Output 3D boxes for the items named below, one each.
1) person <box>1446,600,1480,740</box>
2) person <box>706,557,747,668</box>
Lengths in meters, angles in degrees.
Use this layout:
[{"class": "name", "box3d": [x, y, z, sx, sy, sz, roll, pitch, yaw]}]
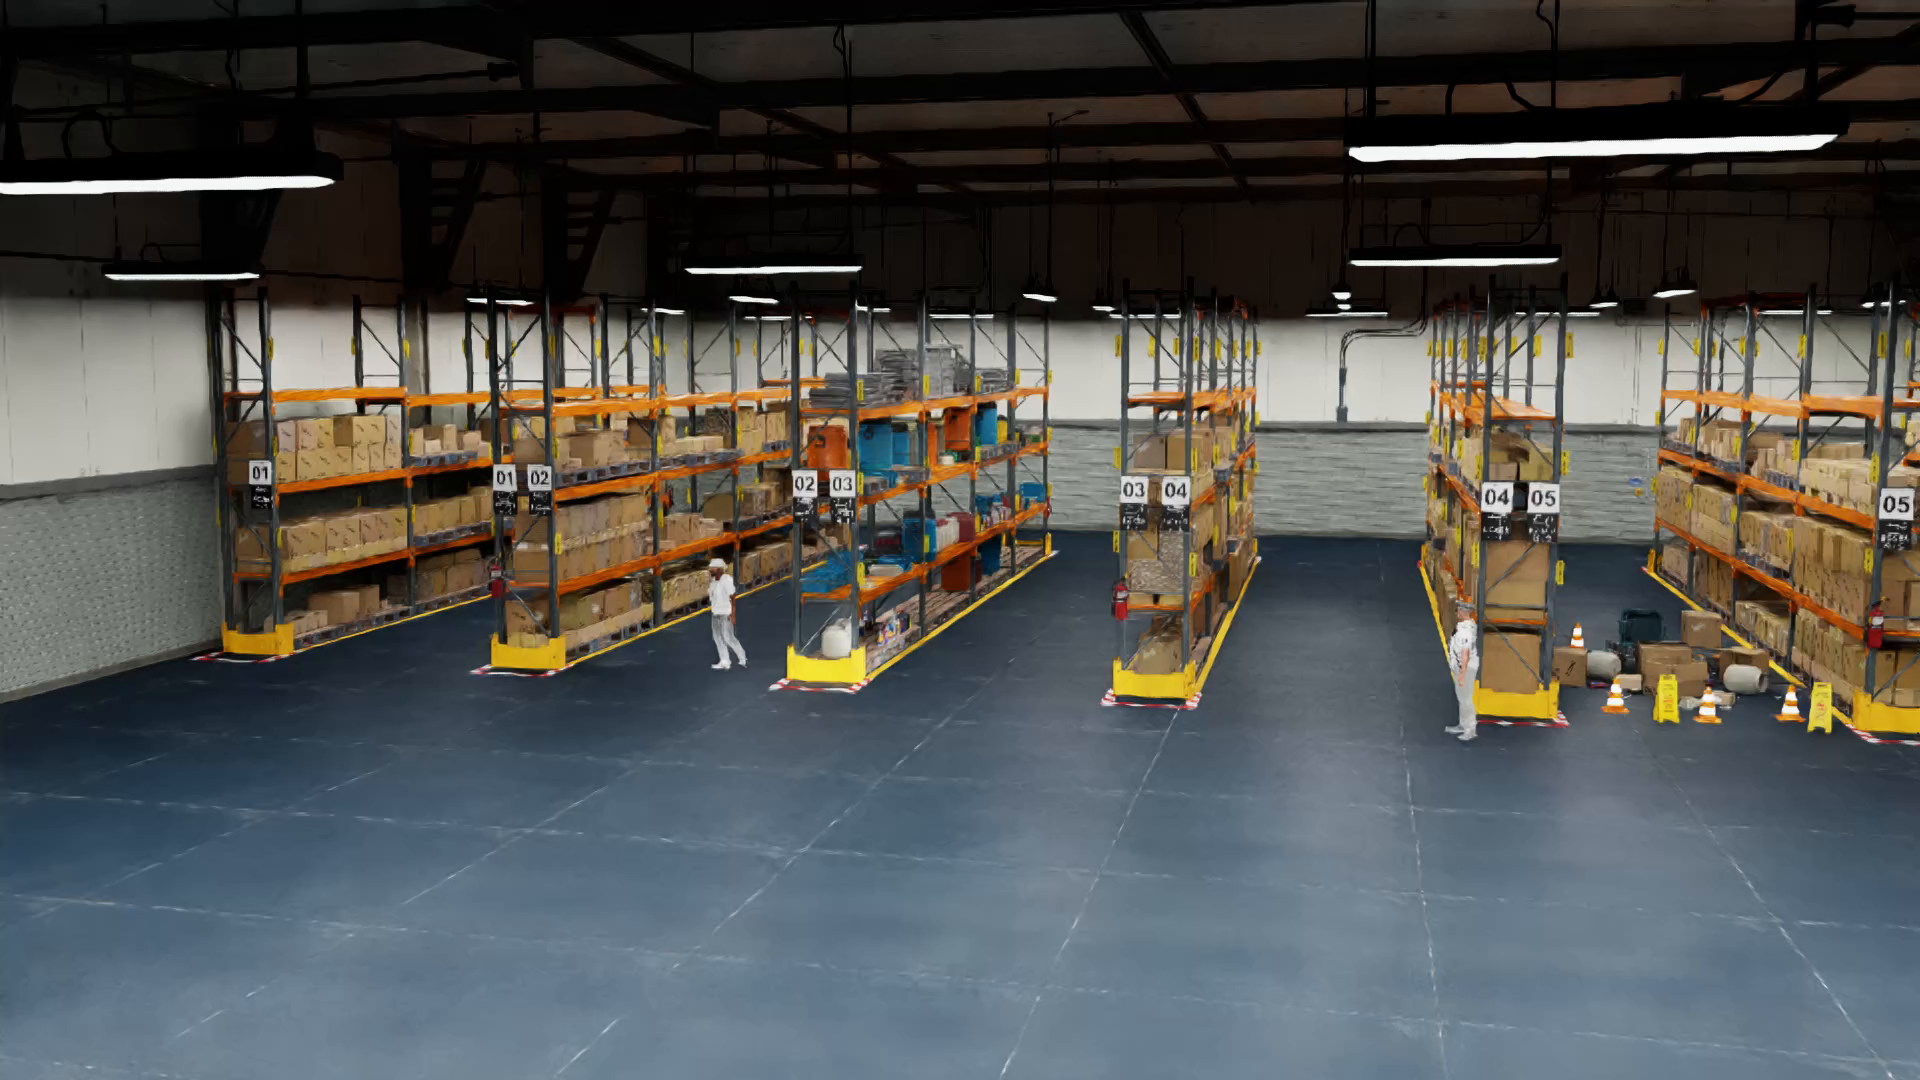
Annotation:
[{"class": "person", "box3d": [6.495, 1.663, 21.468, 0.404, 1.749, 0.653, 2, 7, 20]}, {"class": "person", "box3d": [-3.665, 1.140, 26.130, 0.579, 1.753, 0.608, -6, 9, -41]}]
